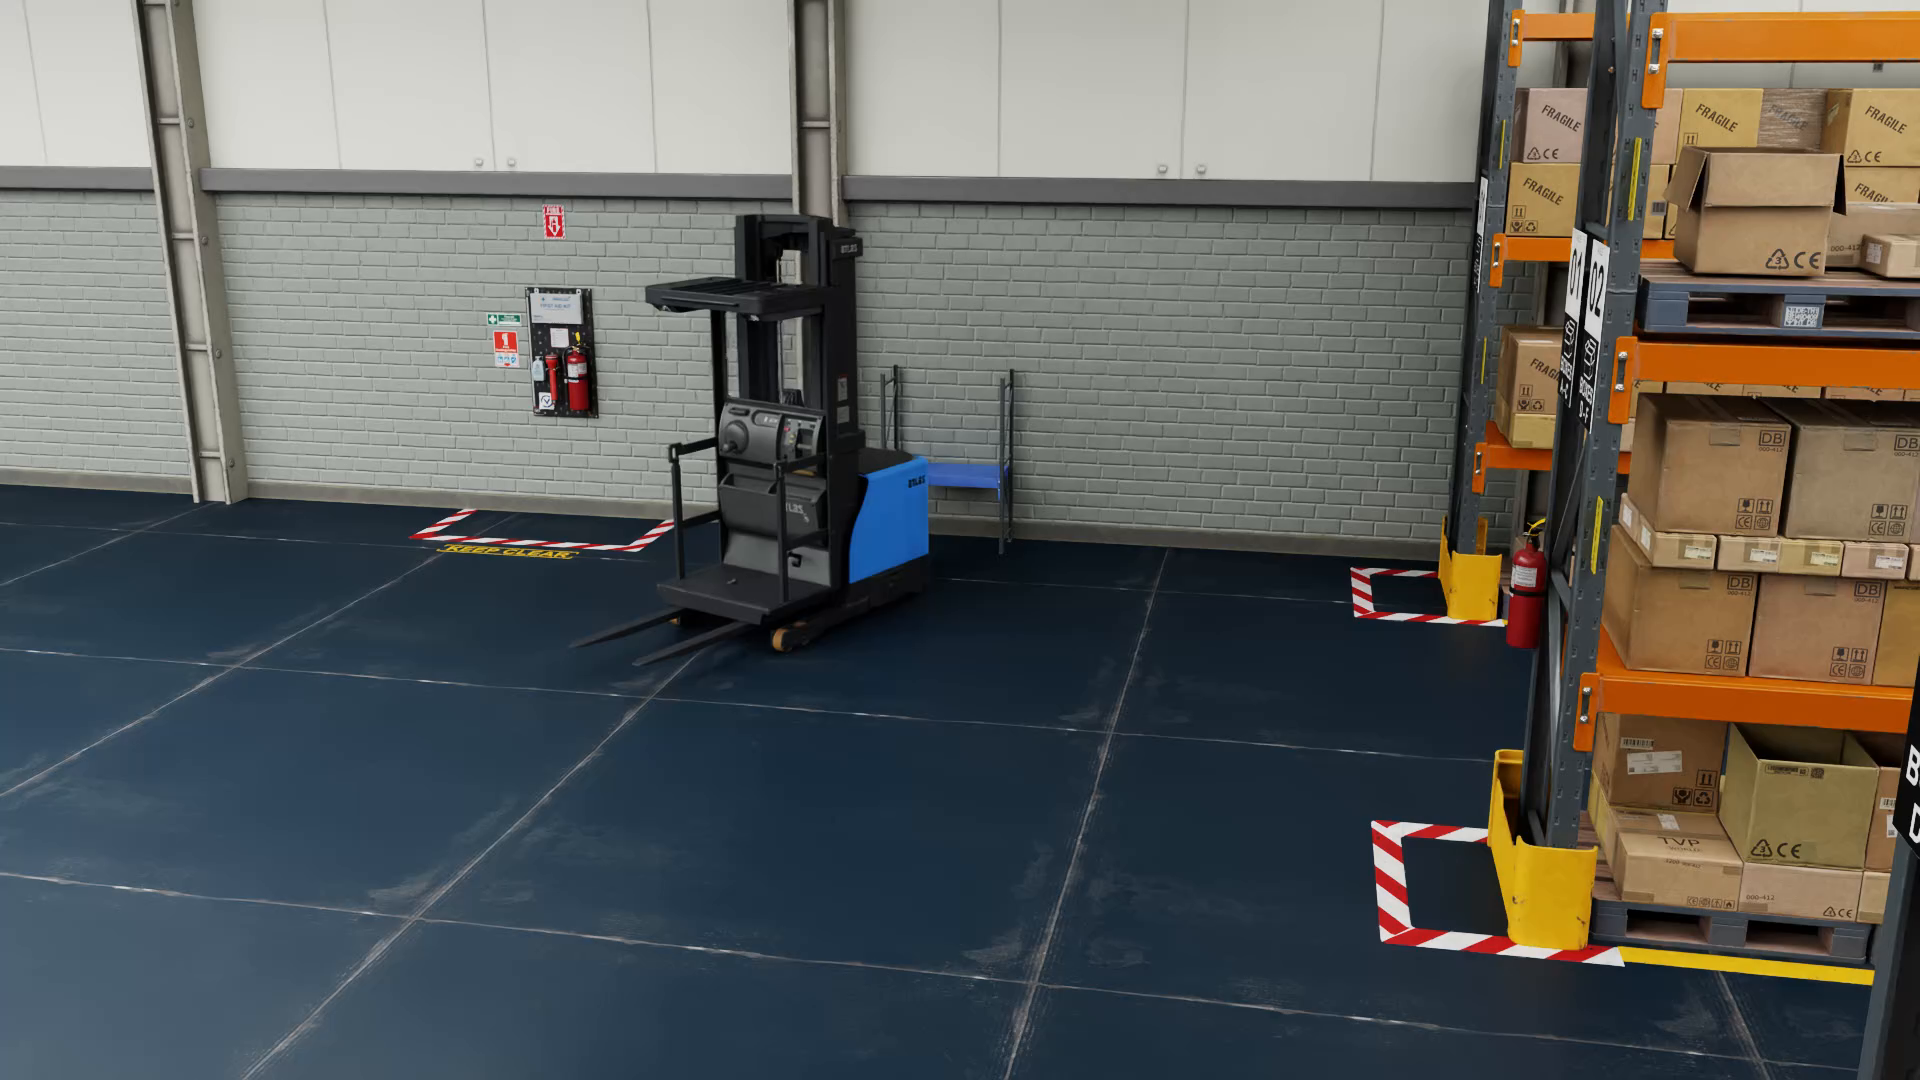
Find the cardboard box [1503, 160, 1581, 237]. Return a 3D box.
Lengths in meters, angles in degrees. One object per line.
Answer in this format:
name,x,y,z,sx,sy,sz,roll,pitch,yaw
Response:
cardboard box,4.126,-2.427,11.791,0.500,0.500,0.500,4,16,13

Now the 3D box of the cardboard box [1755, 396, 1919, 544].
cardboard box,3.888,-0.327,7.434,0.500,0.500,0.700,3,16,10

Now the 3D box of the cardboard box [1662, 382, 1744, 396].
cardboard box,5.244,-1.143,11.840,0.500,0.500,0.500,3,16,9

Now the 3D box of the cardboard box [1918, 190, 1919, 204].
cardboard box,6.731,-2.290,11.296,0.500,0.500,0.500,2,16,6

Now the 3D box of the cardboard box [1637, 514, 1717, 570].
cardboard box,3.206,0.006,7.450,0.250,0.149,0.380,3,16,11

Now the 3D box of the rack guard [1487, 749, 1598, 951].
rack guard,2.841,1.493,8.167,0.348,0.500,1.175,3,16,11

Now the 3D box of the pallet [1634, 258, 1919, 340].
pallet,3.552,-1.069,7.280,1.213,0.211,1.003,3,16,11

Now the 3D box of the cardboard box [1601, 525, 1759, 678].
cardboard box,3.320,0.269,7.713,0.500,0.500,0.700,3,16,11

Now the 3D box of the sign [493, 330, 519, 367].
sign,-4.108,-1.730,15.052,0.234,0.329,0.001,3,16,11

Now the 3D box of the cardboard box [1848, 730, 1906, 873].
cardboard box,4.329,1.187,7.548,0.500,0.500,0.500,3,16,11

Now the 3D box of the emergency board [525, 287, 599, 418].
emergency board,-3.587,-1.656,14.853,0.643,1.169,0.194,3,16,11

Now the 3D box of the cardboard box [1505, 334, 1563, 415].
cardboard box,4.256,-1.201,12.049,0.500,0.500,0.500,3,16,11

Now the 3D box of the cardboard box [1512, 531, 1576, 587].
cardboard box,4.508,0.137,12.590,0.500,0.311,0.500,1,16,5

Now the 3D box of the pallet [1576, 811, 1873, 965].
pallet,3.622,1.663,8.093,1.213,0.211,1.003,3,16,11

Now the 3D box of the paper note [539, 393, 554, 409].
paper note,-3.747,-1.259,15.070,0.142,0.148,0.016,3,16,11

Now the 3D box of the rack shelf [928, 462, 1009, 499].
rack shelf,-0.102,-0.522,14.243,1.000,0.185,0.538,3,16,11

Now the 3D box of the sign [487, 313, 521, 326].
sign,-4.106,-1.983,14.972,0.331,0.109,0.001,3,16,11

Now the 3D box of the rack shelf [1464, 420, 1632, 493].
rack shelf,5.808,-0.554,12.219,4.000,0.370,1.077,3,16,11

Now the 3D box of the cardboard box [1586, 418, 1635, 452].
cardboard box,4.775,-0.811,12.045,0.500,0.250,0.500,3,16,9

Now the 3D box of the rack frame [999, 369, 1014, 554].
rack frame,0.396,-0.669,14.096,0.032,1.500,0.500,3,16,11

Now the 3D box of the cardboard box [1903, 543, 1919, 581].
cardboard box,4.218,0.060,7.253,0.250,0.149,0.380,3,16,9

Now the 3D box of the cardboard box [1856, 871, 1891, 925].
cardboard box,4.326,1.551,7.637,0.500,0.250,0.500,3,16,11

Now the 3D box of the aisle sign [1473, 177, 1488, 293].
aisle sign,3.718,-2.185,11.891,0.004,0.787,0.394,3,16,11

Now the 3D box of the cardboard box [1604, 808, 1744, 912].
cardboard box,3.346,1.499,7.826,0.500,0.250,0.500,3,16,11

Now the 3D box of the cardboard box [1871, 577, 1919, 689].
cardboard box,4.321,0.324,7.516,0.500,0.500,0.700,3,16,11

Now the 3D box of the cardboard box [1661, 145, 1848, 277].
cardboard box,3.427,-1.444,7.225,0.637,0.503,0.797,4,16,15

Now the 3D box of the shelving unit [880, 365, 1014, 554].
shelving unit,-0.102,-0.696,14.195,1.048,1.500,0.538,3,16,11

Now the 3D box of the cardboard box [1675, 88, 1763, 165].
cardboard box,5.163,-2.844,11.422,0.500,0.500,0.500,4,16,13

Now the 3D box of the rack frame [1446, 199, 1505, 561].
rack frame,3.848,-1.007,12.507,0.127,3.000,1.000,3,16,11

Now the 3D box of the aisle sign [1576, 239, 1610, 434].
aisle sign,2.739,-0.887,7.205,0.004,0.787,0.394,3,16,11

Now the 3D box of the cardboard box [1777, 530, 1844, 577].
cardboard box,3.710,0.033,7.353,0.250,0.149,0.380,3,16,11

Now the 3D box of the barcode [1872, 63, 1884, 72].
barcode,6.492,-3.341,11.758,0.075,0.075,0.001,3,16,11

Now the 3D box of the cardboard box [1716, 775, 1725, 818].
cardboard box,3.941,1.387,8.231,0.500,0.250,0.500,3,16,11

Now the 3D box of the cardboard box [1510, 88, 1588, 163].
cardboard box,4.177,-2.908,11.654,0.500,0.500,0.500,2,16,7

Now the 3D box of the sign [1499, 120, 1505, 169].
sign,3.740,-2.732,11.478,0.005,0.325,0.100,3,16,11

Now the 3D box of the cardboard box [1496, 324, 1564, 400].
cardboard box,4.352,-1.336,12.535,0.500,0.500,0.500,3,16,10

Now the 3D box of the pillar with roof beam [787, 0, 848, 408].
pillar with roof beam,-2.031,-3.280,9.476,0.400,9.000,9.100,3,16,11

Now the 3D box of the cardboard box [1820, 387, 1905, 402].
cardboard box,6.261,-1.092,11.653,0.500,0.500,0.500,3,16,9

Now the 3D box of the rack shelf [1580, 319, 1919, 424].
rack shelf,4.825,-0.703,7.140,4.000,0.370,1.077,3,16,11

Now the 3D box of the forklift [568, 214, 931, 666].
forklift,-1.482,-0.771,11.783,1.130,2.935,3.031,11,19,33

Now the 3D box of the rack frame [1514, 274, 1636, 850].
rack frame,2.865,0.289,7.829,0.127,3.000,1.000,3,16,11

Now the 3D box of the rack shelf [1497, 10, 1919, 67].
rack shelf,5.808,-3.443,11.419,4.000,0.370,1.077,3,16,11

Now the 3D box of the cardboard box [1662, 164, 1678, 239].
cardboard box,5.155,-2.362,11.558,0.500,0.500,0.500,4,16,14

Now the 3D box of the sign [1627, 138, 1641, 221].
sign,2.748,-1.471,6.778,0.005,0.325,0.100,3,16,11
